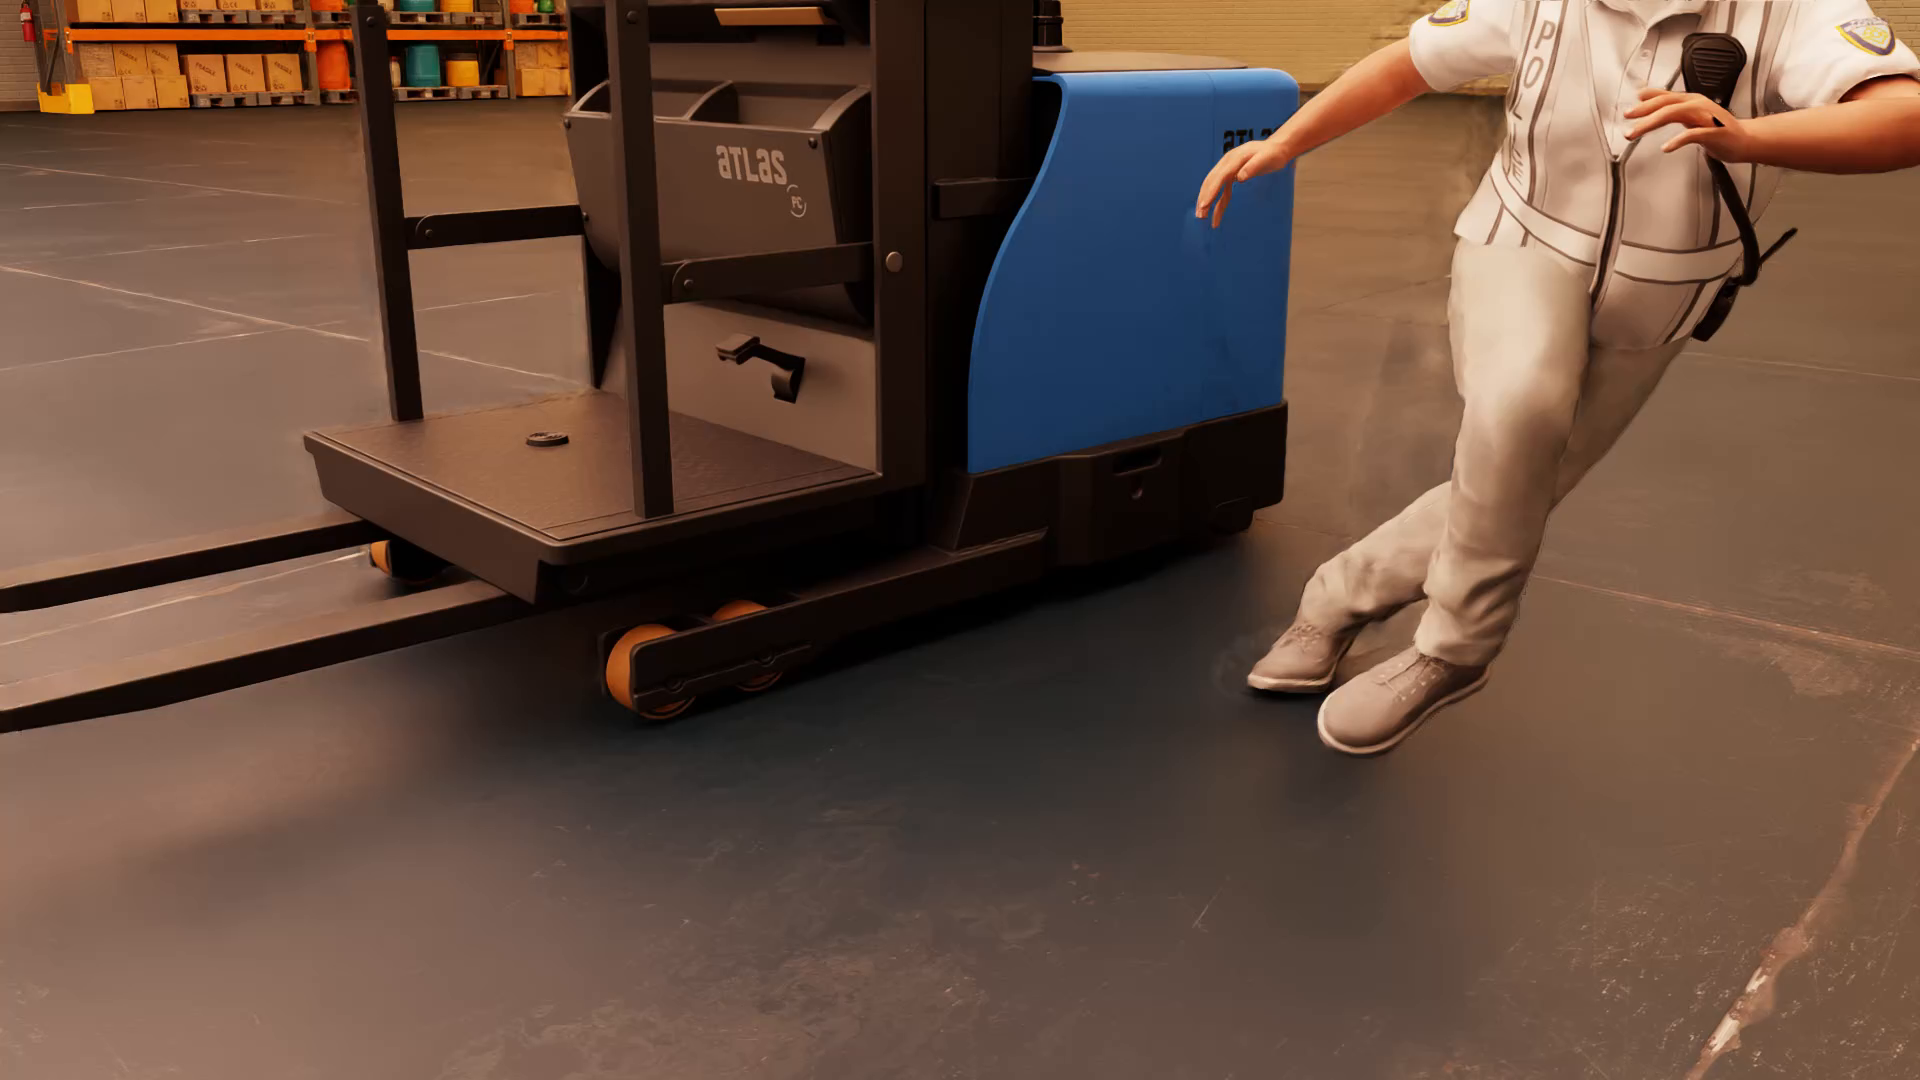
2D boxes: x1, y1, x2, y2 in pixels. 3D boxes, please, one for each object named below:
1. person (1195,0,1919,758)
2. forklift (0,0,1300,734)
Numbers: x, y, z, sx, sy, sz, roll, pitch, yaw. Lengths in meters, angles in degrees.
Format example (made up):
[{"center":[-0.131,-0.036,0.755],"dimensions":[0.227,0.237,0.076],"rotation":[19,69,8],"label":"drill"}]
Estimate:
[{"center":[0.851,-0.372,2.555],"dimensions":[0.999,1.515,0.936],"rotation":[5,18,17],"label":"person"},{"center":[-0.653,-1.259,3.043],"dimensions":[3.031,2.935,1.130],"rotation":[-14,22,-39],"label":"forklift"}]
